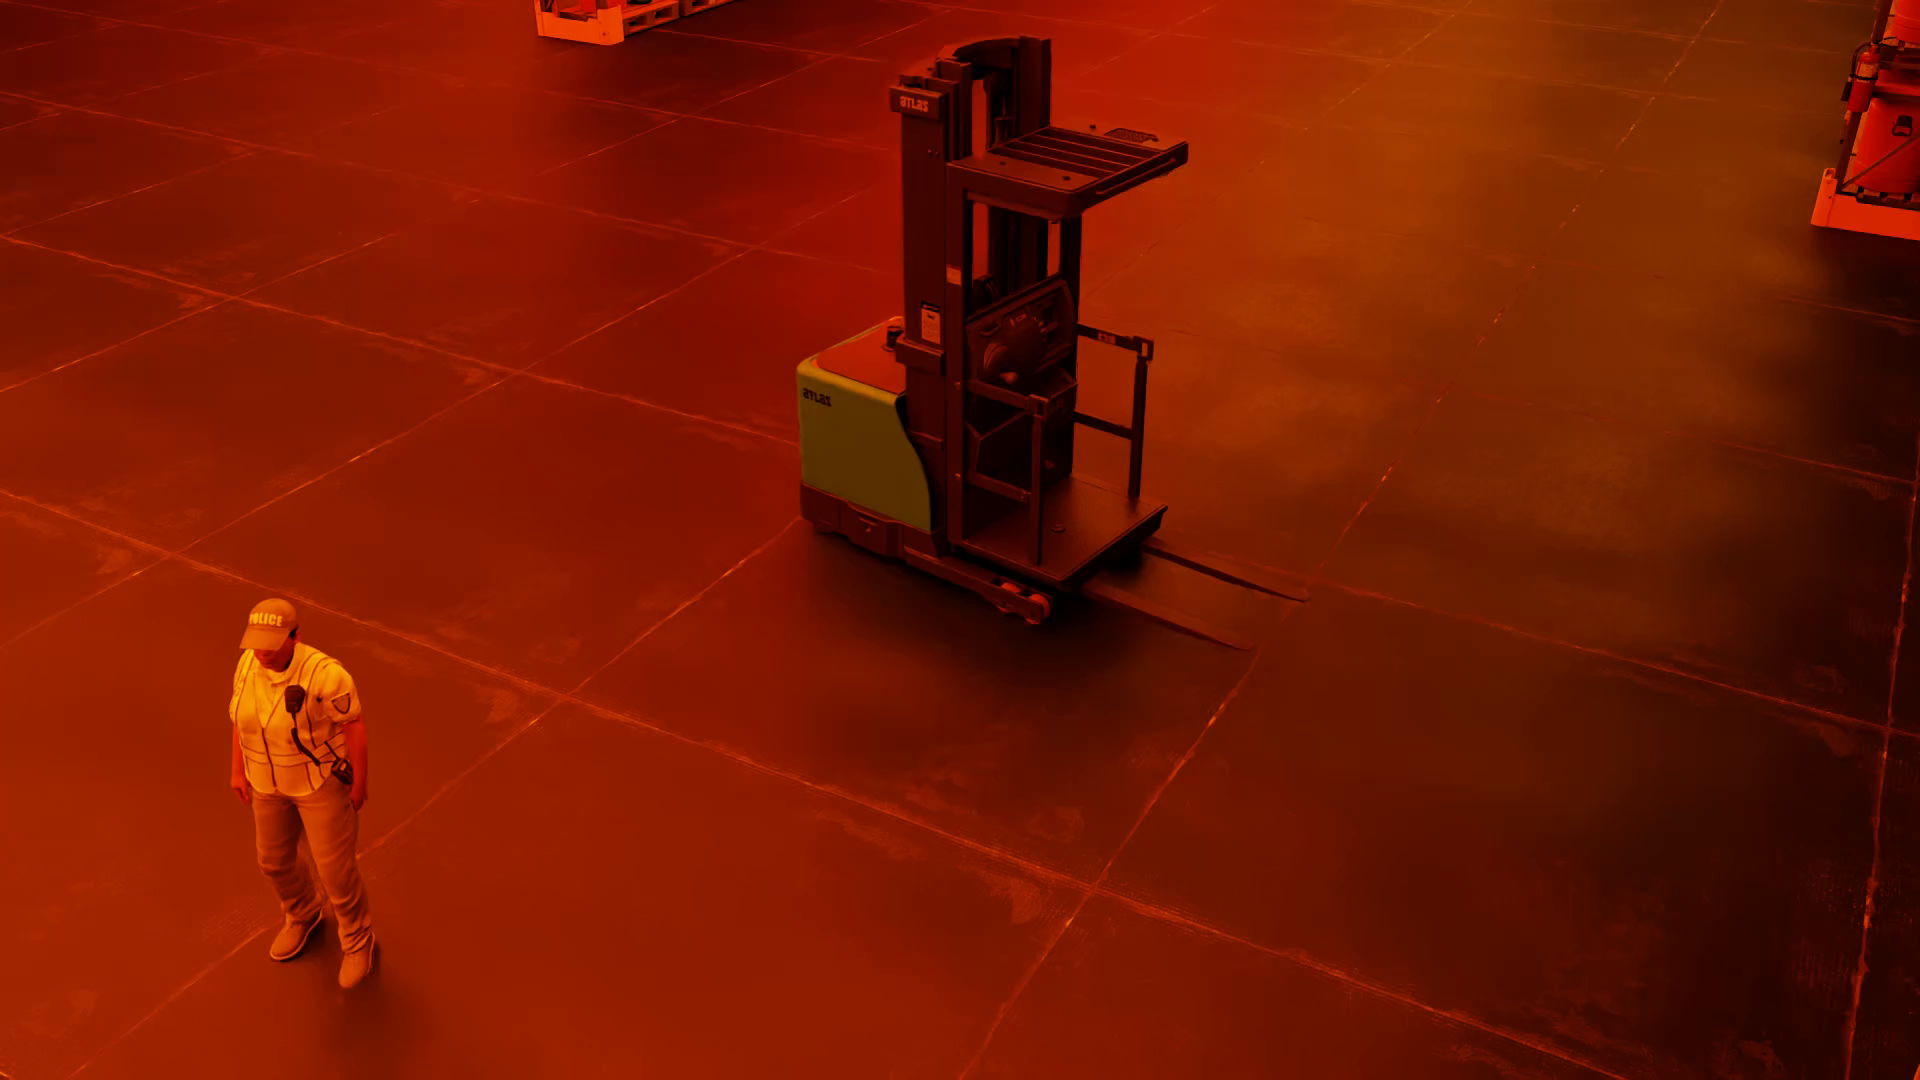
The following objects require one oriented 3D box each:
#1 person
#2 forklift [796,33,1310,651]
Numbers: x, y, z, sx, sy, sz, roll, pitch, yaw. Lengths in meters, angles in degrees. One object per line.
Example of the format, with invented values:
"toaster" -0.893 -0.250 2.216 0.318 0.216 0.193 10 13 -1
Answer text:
"person" -2.649 0.995 6.647 0.555 1.693 0.486 6 31 11
"forklift" 0.504 -1.102 8.980 3.031 2.935 1.130 21 36 32
